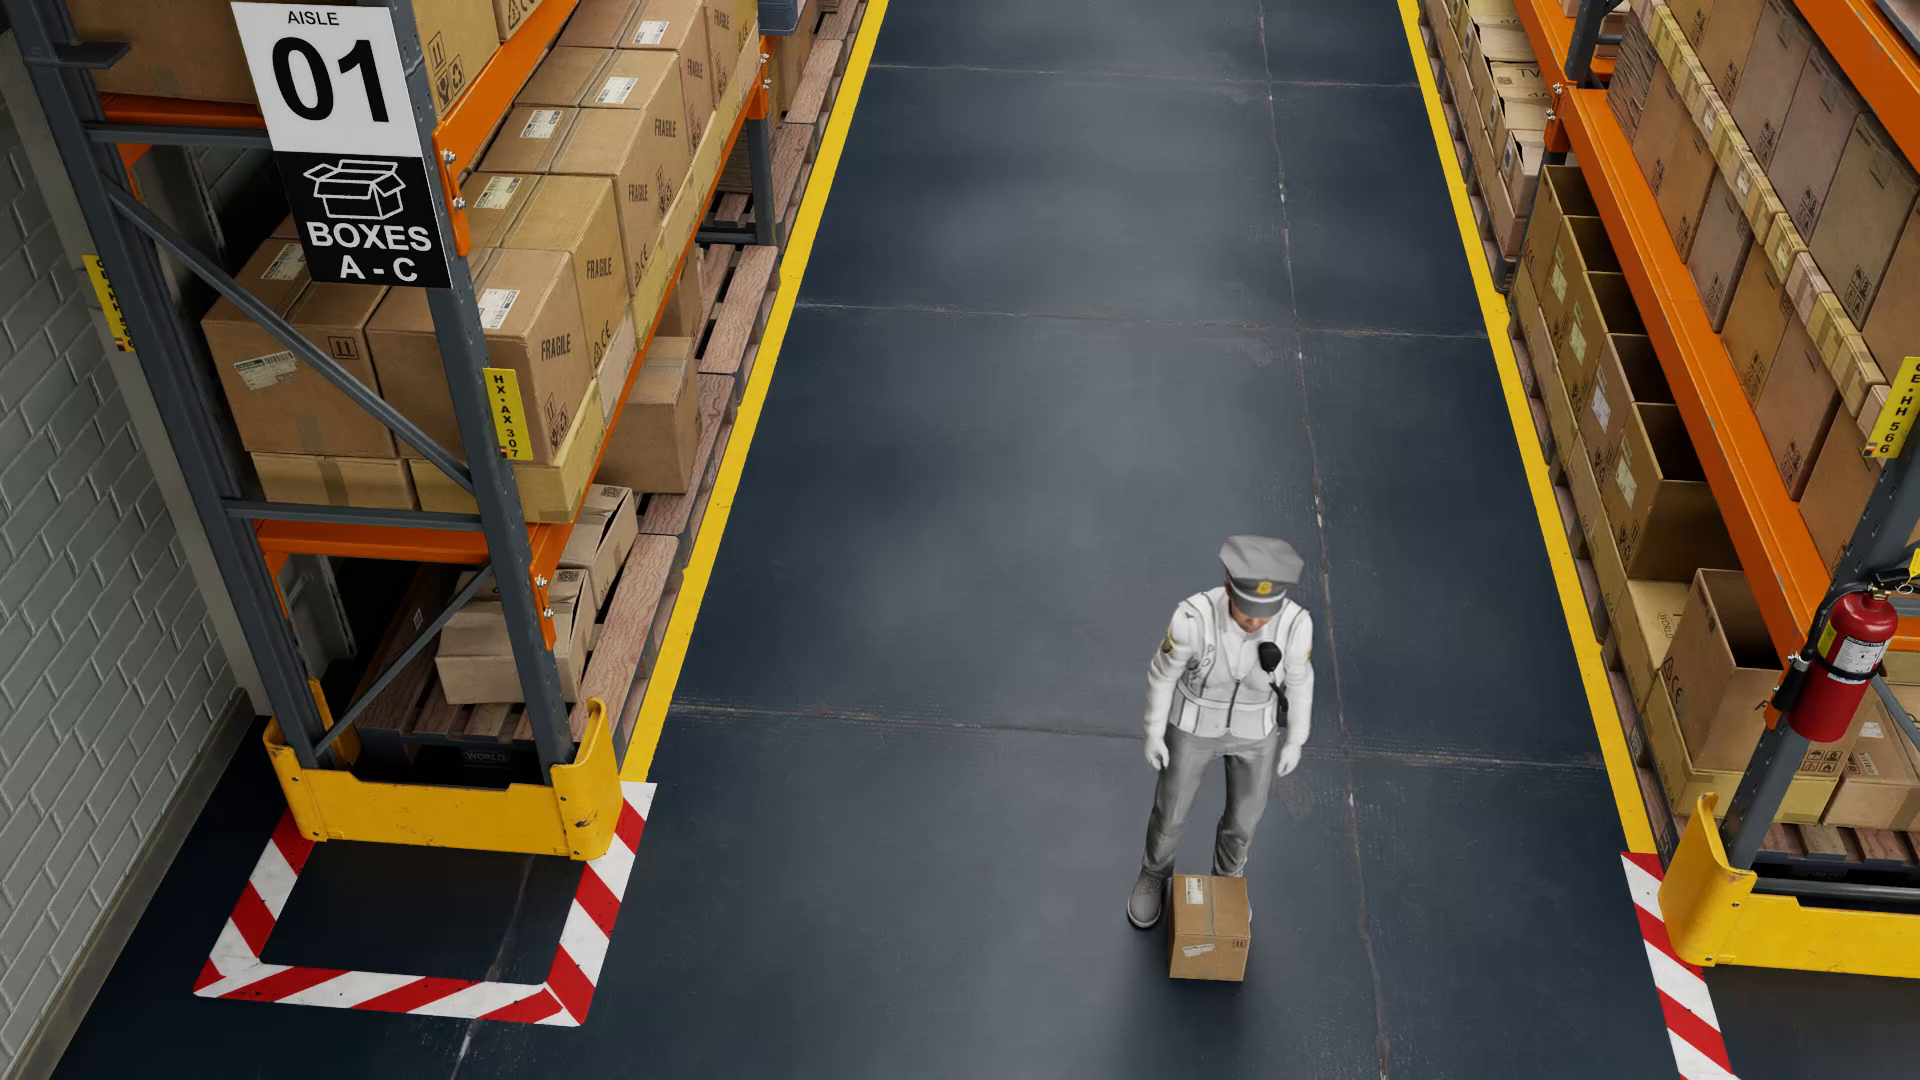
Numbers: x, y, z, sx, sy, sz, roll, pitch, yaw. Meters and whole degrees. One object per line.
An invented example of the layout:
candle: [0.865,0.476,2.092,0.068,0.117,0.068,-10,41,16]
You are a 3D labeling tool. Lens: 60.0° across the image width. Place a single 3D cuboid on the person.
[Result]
person: [0.860,0.634,5.406,0.535,1.663,0.379,3,40,3]
